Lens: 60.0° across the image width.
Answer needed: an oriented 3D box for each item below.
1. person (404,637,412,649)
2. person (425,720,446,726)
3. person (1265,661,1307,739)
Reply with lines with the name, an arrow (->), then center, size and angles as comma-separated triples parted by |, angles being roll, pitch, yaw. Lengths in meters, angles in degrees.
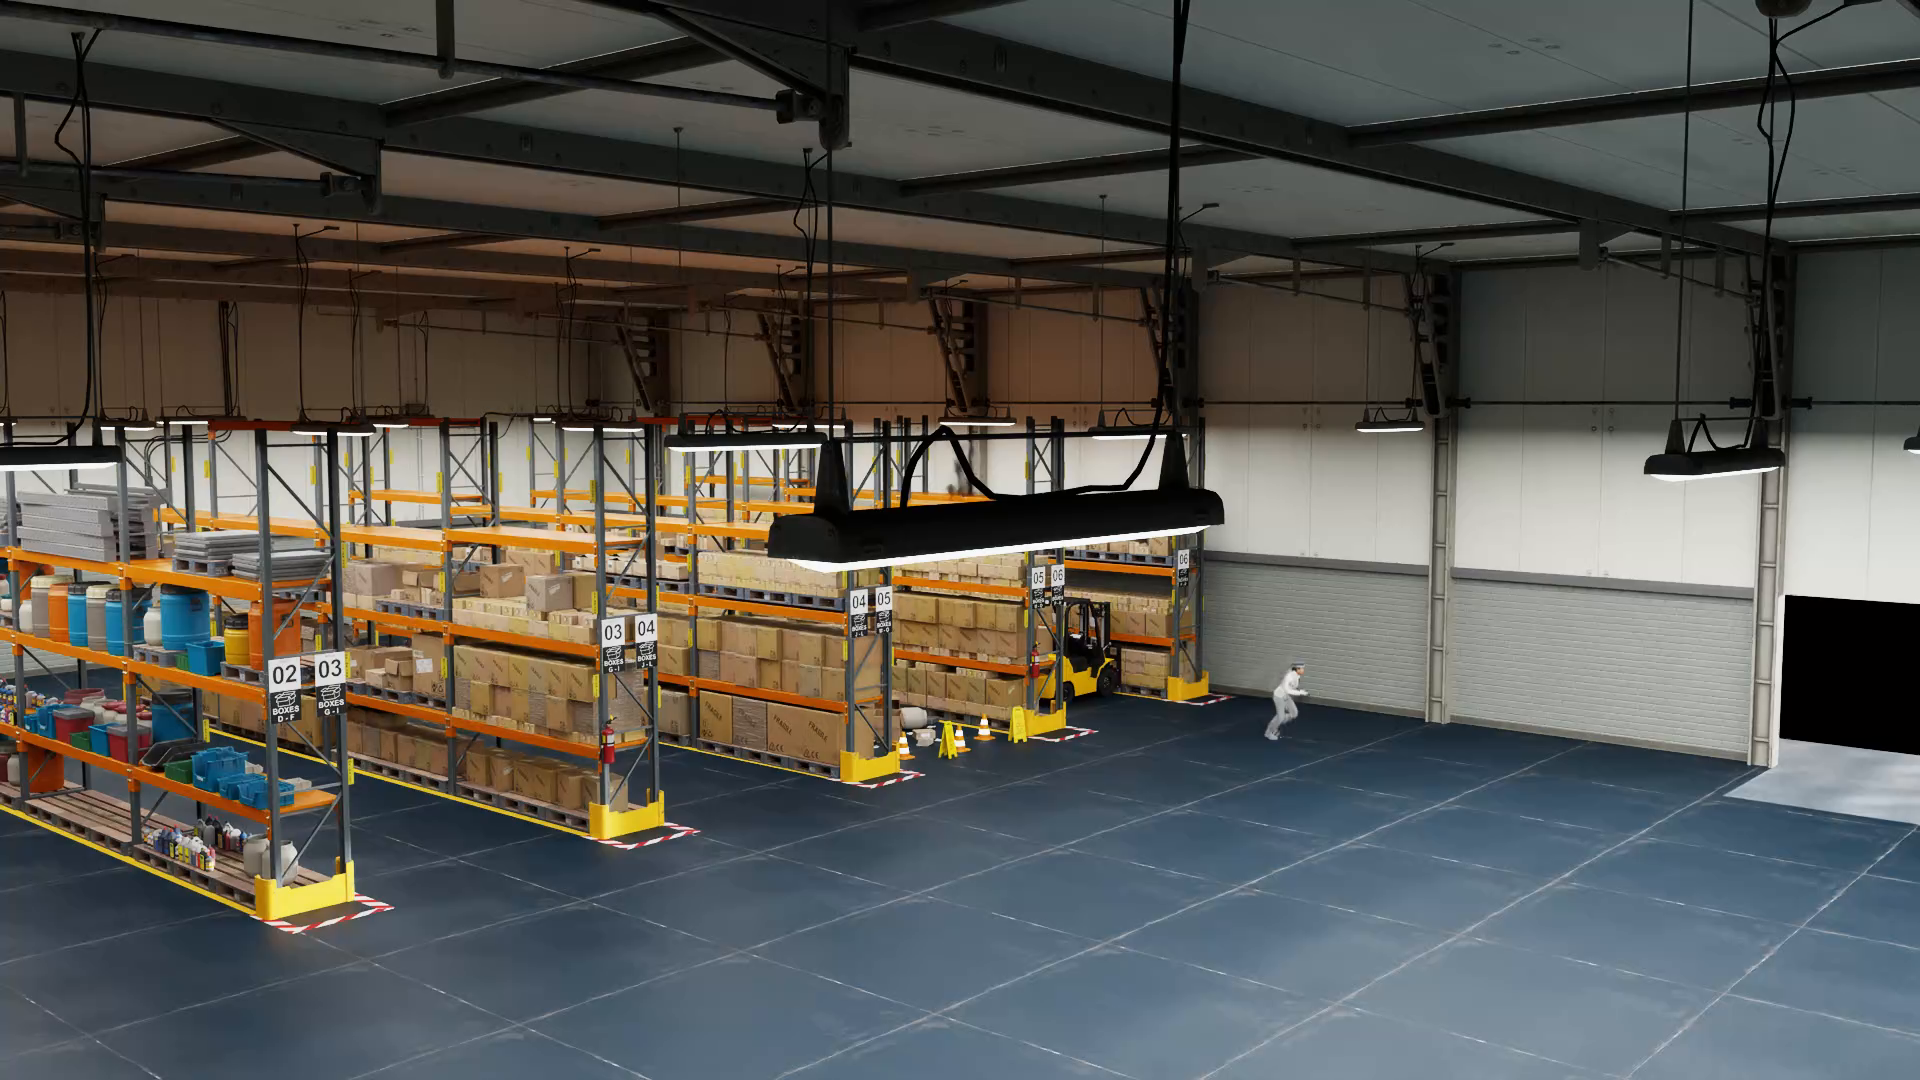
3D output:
person -> -12.993, 2.234, 39.894 | 0.975, 1.631, 0.689 | -1, 5, -11
person -> -10.171, 2.821, 32.305 | 0.951, 1.672, 0.579 | 3, 6, 31
person -> 6.141, 2.993, 31.174 | 0.839, 1.504, 0.644 | 3, 5, 29
